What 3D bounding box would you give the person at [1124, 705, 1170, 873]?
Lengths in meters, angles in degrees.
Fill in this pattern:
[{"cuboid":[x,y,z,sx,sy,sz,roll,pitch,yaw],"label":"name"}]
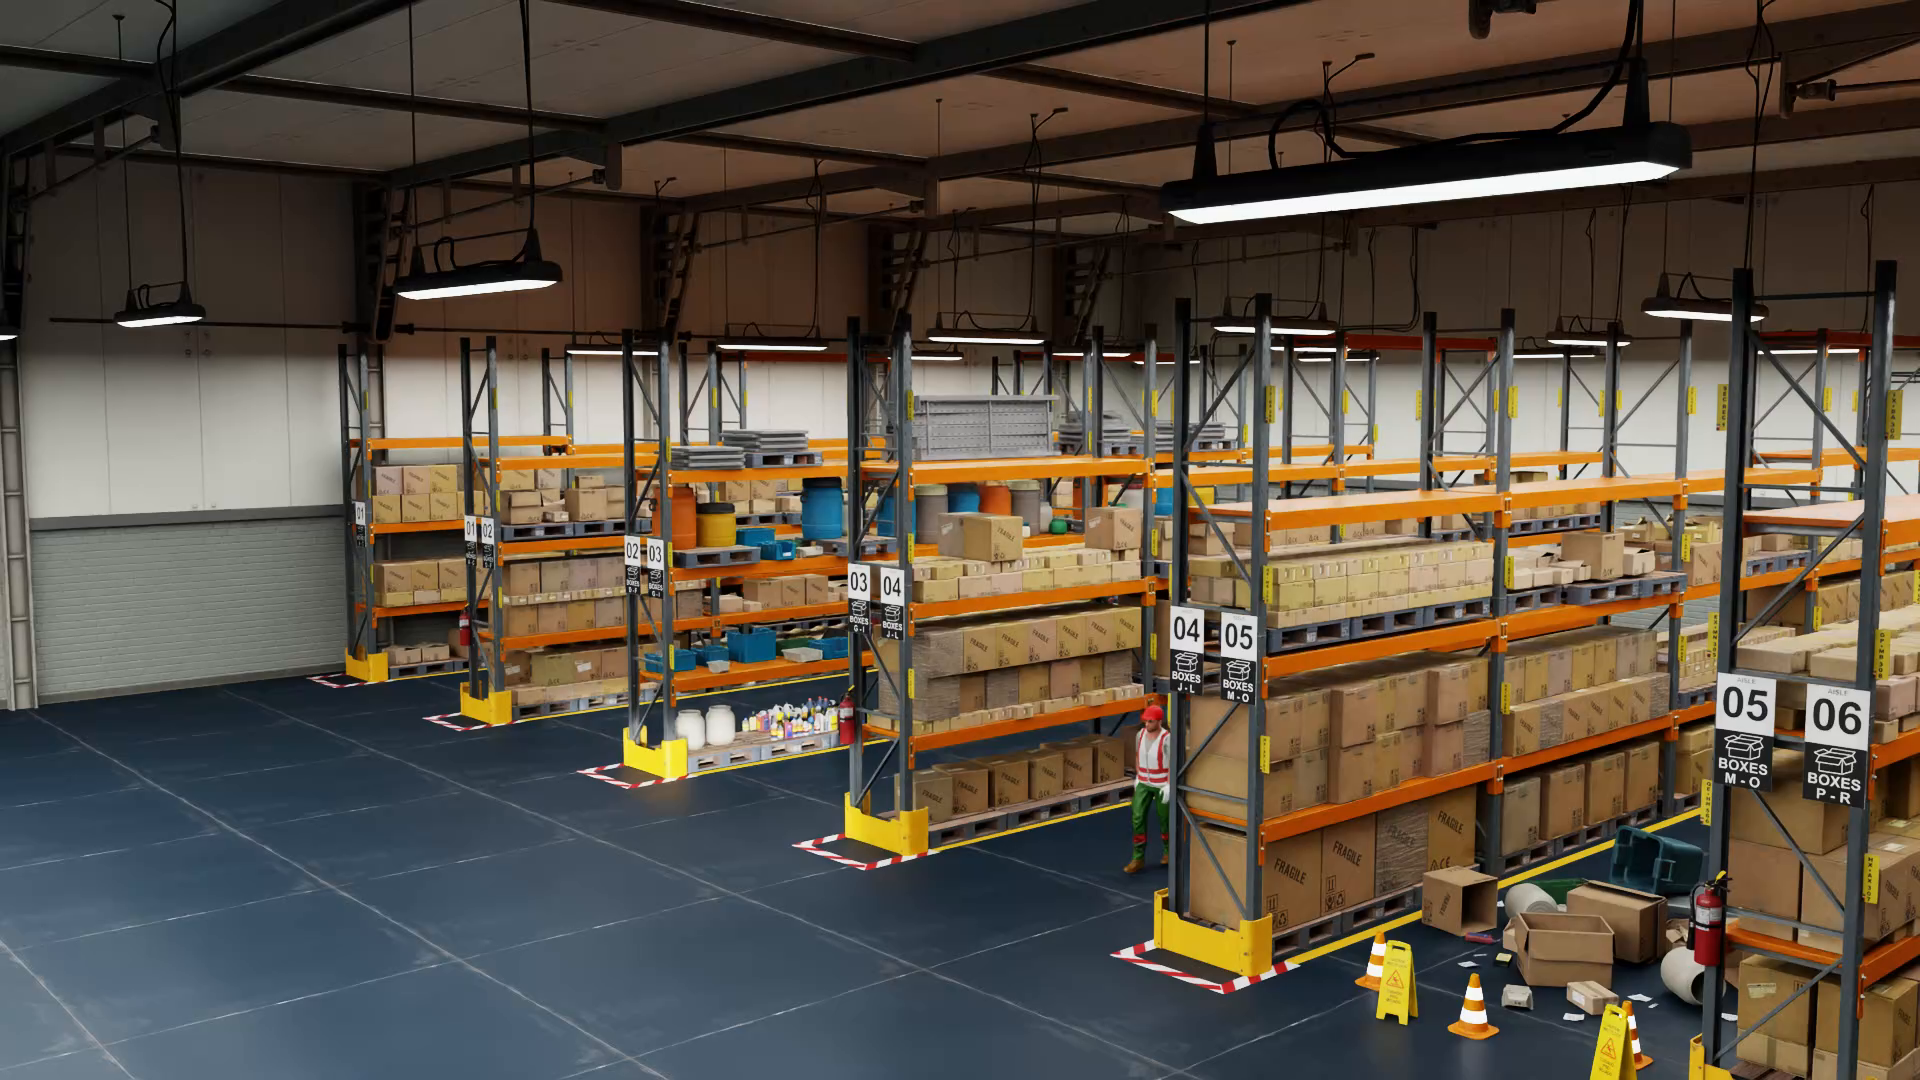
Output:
[{"cuboid":[2.088,2.666,17.973,0.606,1.789,0.716,4,7,38],"label":"person"}]
